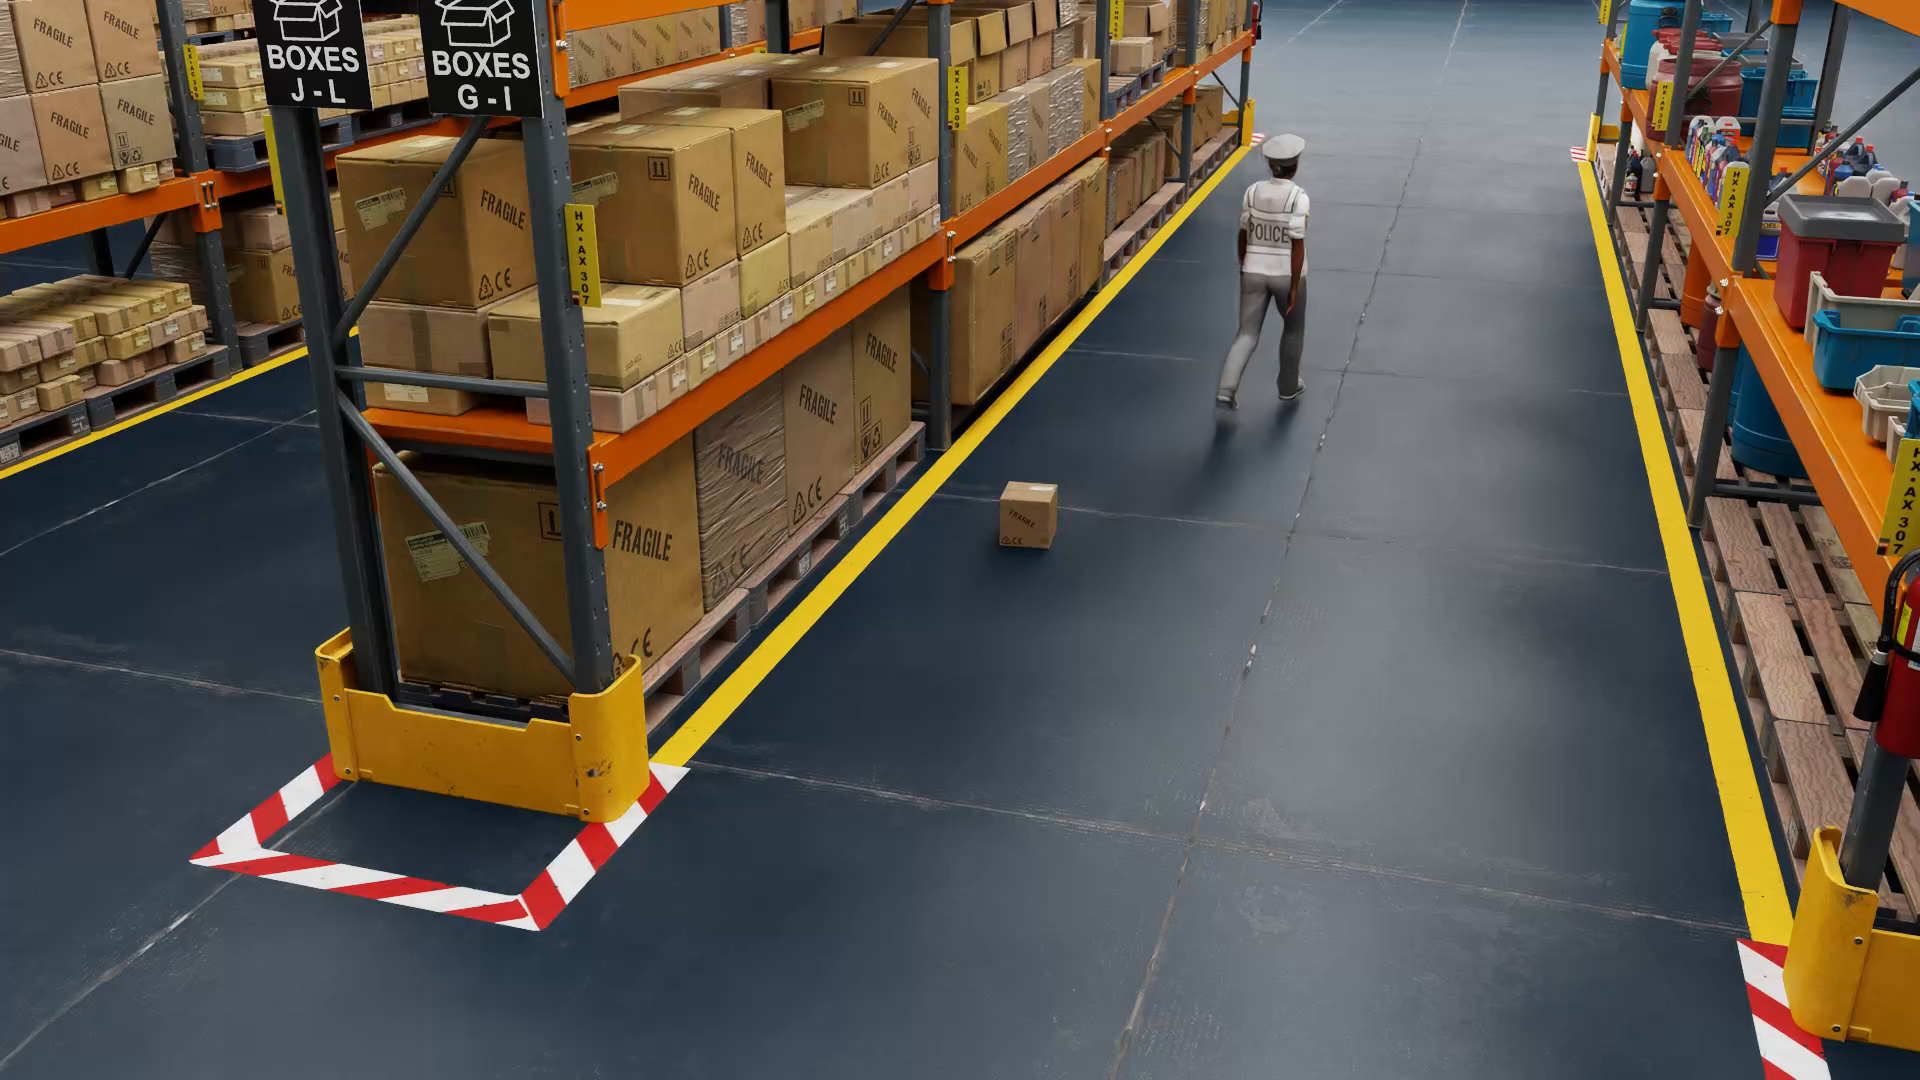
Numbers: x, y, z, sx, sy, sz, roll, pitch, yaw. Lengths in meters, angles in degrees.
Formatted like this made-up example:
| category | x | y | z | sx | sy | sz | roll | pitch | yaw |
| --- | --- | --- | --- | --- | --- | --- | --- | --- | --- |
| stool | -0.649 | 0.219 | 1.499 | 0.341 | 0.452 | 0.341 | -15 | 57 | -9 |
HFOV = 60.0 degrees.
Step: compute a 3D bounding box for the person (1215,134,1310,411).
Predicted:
| category | x | y | z | sx | sy | sz | roll | pitch | yaw |
| --- | --- | --- | --- | --- | --- | --- | --- | --- | --- |
| person | 1.844 | -1.583 | 9.950 | 0.456 | 1.638 | 0.978 | 12 | 25 | 27 |
